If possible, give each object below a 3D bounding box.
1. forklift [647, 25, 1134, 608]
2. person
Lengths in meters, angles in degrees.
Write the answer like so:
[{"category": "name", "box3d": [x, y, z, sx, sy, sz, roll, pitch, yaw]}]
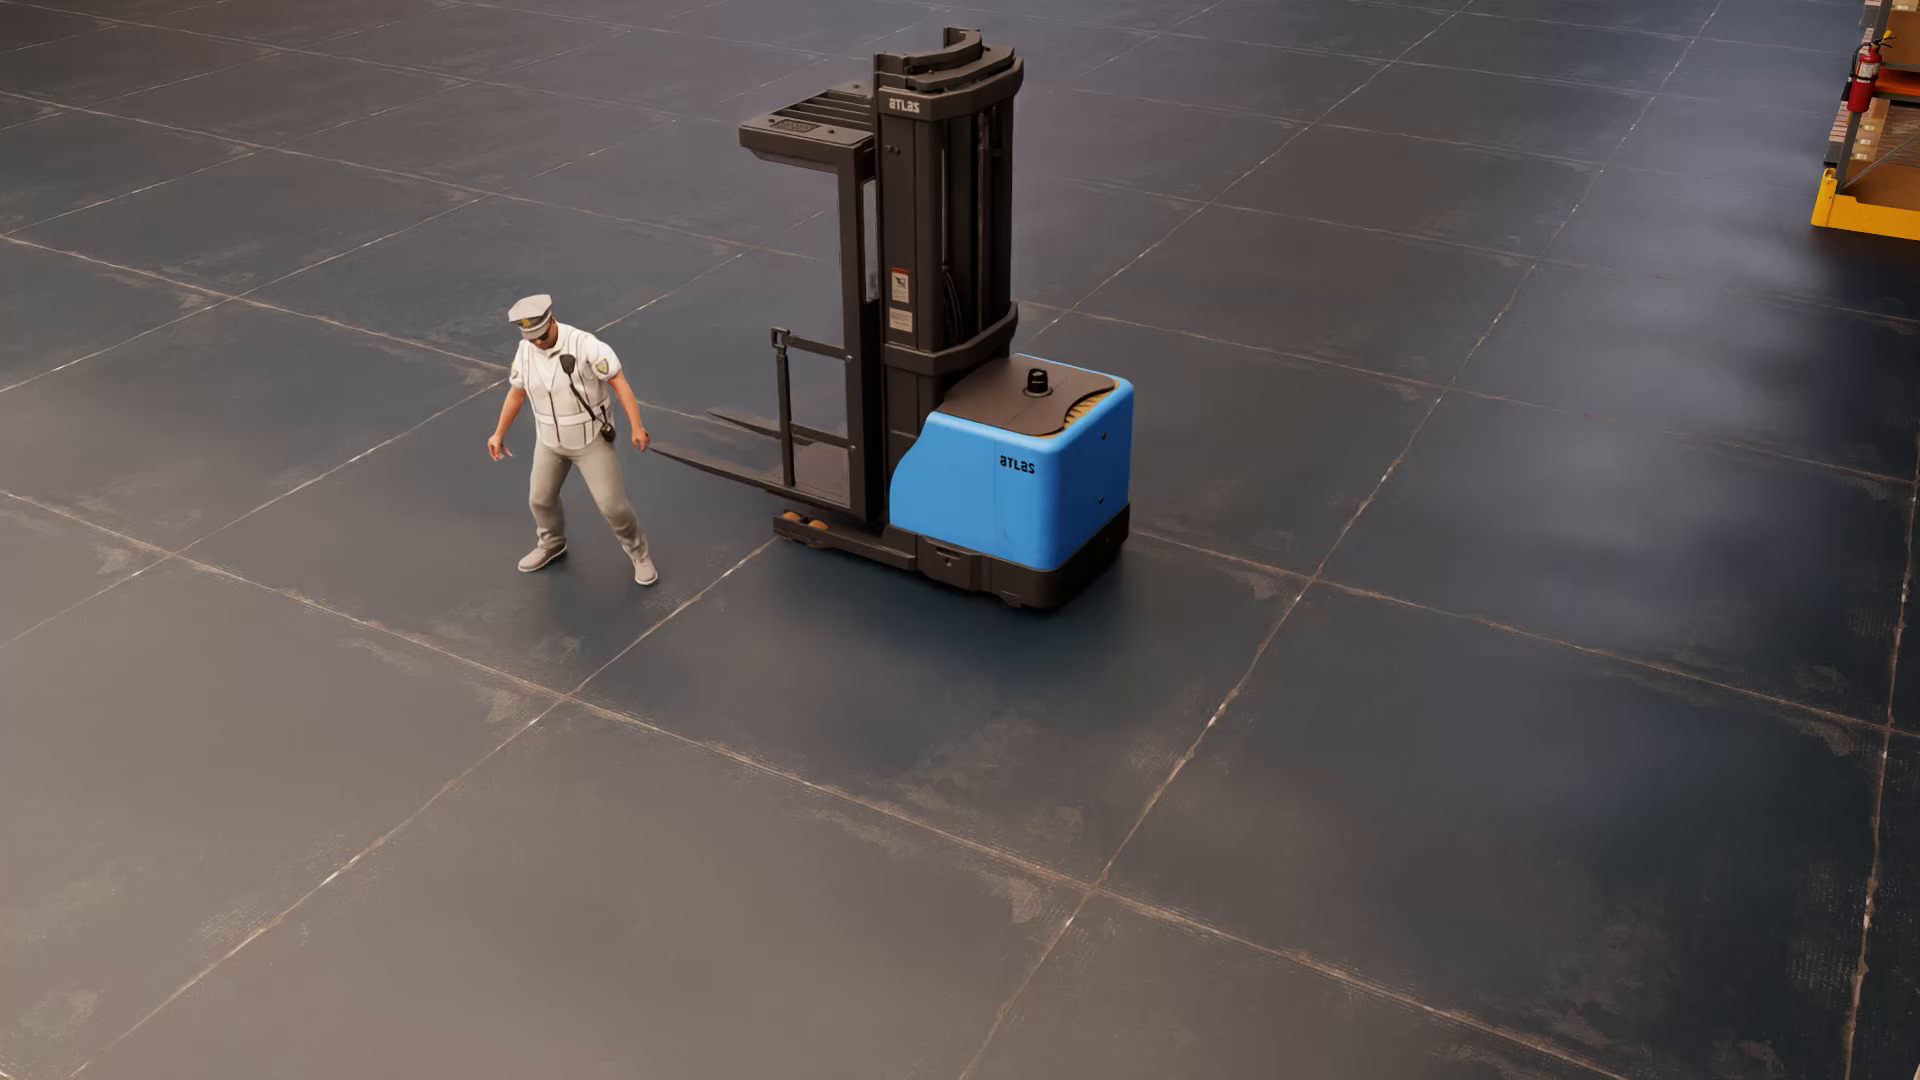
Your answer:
[{"category": "forklift", "box3d": [-0.527, -1.425, 9.539, 3.031, 2.935, 1.130, 17, 34, 27]}, {"category": "person", "box3d": [-2.185, -0.567, 9.298, 0.925, 1.710, 0.440, 7, 31, 12]}]
